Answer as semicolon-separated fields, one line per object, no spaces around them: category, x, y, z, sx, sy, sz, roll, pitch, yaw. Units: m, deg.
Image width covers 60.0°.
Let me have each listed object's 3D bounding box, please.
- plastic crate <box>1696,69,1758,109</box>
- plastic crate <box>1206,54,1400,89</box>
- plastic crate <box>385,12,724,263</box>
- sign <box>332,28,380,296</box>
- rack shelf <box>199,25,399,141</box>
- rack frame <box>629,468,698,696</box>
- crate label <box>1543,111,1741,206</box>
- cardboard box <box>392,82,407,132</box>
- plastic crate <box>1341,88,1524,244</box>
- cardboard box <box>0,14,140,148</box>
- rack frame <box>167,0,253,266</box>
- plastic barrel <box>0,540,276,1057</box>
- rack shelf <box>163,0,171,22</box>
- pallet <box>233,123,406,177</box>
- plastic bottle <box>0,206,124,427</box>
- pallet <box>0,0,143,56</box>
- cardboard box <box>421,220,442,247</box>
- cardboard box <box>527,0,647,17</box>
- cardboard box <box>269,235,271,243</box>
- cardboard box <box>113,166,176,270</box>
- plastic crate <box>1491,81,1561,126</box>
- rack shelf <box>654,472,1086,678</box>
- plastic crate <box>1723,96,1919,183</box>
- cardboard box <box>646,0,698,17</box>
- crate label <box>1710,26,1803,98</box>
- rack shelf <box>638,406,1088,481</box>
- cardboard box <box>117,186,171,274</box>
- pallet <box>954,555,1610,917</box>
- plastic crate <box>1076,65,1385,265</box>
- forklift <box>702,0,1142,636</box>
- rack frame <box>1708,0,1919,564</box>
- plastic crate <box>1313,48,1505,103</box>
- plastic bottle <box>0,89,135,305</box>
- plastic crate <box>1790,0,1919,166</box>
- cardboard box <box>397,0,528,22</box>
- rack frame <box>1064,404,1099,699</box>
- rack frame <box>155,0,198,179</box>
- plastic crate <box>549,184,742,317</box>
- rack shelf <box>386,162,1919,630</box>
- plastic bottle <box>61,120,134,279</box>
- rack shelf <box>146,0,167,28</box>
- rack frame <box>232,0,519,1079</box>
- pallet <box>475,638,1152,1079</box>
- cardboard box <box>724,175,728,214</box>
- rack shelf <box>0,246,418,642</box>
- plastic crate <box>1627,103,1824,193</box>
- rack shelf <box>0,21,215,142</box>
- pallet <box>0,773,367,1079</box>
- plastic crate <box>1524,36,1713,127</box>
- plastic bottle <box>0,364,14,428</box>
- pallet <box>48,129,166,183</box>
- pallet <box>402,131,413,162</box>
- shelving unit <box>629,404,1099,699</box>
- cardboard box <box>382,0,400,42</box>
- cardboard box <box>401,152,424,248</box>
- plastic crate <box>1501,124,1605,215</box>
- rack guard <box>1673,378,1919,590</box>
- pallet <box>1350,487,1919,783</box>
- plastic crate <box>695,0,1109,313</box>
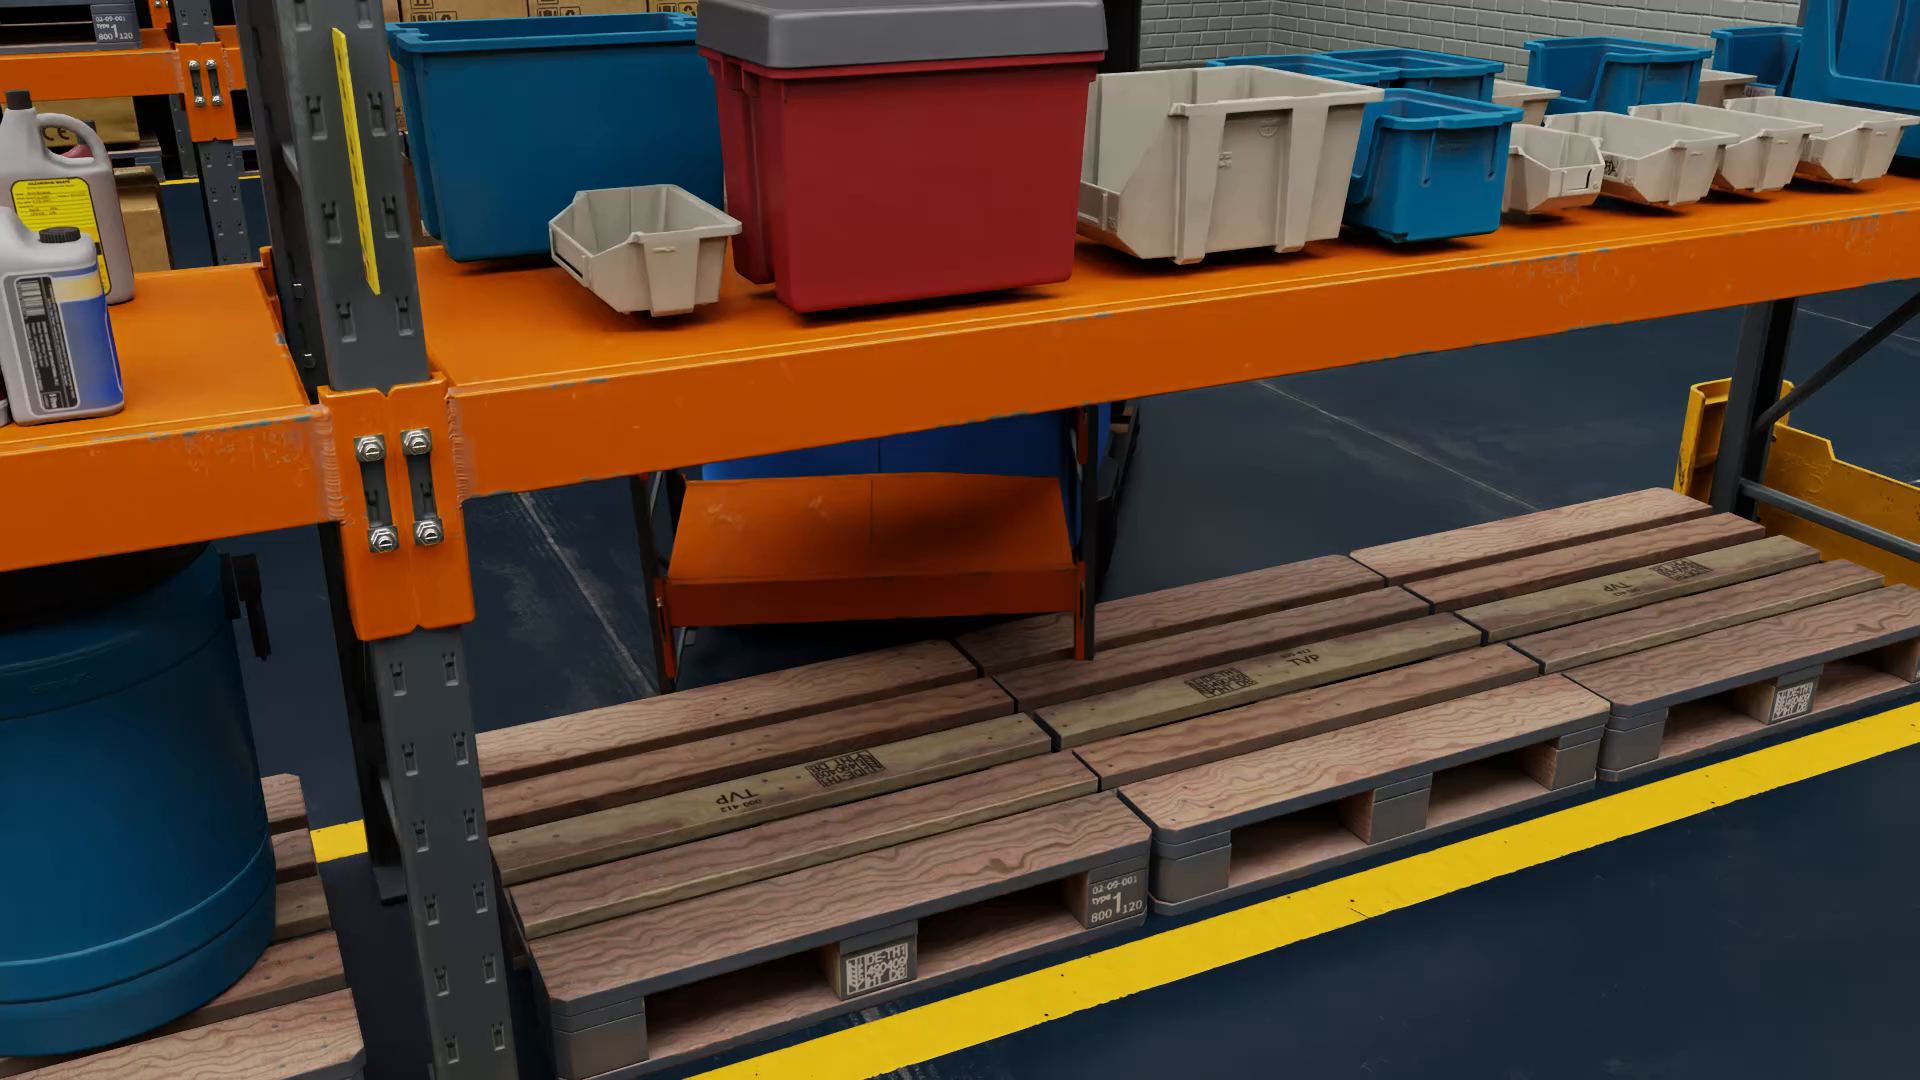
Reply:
plastic crate;1.902;-1.163;4.404;0.298;0.136;0.250;-10;25;-24
plastic crate;0.770;-0.964;3.797;0.300;0.233;0.416;-10;25;-24
plastic crate;-0.740;-0.761;3.109;0.575;0.384;0.392;-10;25;-24
sign;-0.775;-0.484;2.135;0.005;0.325;0.100;-10;25;-24
rack shelf;-1.355;-2.253;7.711;4.000;0.370;1.077;-10;25;-24
rack frame;-0.728;-0.130;4.001;0.032;1.125;0.500;-2;31;-1
crate label;1.428;-0.820;3.575;0.243;0.136;0.396;-10;25;-24
cardboard box;-4.137;-3.170;11.705;0.500;0.500;0.700;-11;25;-24
plastic crate;0.853;-0.731;3.234;0.300;0.233;0.416;-10;25;-24
cardboard box;-5.838;-3.008;10.857;0.750;0.750;0.750;-10;25;-23
rack frame;-3.157;-2.254;6.772;0.127;3.000;1.000;-10;25;-24
plastic barrel;-1.510;0.314;2.764;0.708;0.901;0.600;-10;25;-24
rack shelf;-3.507;-3.959;11.834;4.000;0.370;1.077;-10;25;-24
pallet;-4.590;-2.771;11.668;1.213;0.211;1.003;-10;25;-24
plastic bottle;-1.227;-0.312;2.243;0.135;0.276;0.152;-10;25;-24
pallet;-3.925;-2.070;6.579;1.213;0.211;1.003;-10;25;-24
cardboard box;-2.455;-1.415;7.898;0.250;0.149;0.380;-10;25;-24
cardboard box;-1.668;-2.459;7.137;0.500;0.500;0.500;-11;25;-24
cardboard box;-2.685;-1.210;7.190;0.500;0.311;0.500;-10;25;-24
cardboard box;-3.699;-1.306;7.175;0.500;0.500;0.500;-12;25;-26
plastic crate;1.291;-1.051;4.132;0.298;0.136;0.250;-10;25;-24
rack shelf;-0.214;0.060;4.136;1.000;0.278;0.538;-2;31;-1
plastic crate;1.936;-0.918;3.811;0.243;0.136;0.396;-10;25;-24
cardboard box;-1.210;-2.543;7.342;0.500;0.500;0.500;-11;25;-24
crate label;2.227;-1.232;4.445;0.303;0.233;0.416;-10;25;-24
rack shelf;-0.228;-0.401;3.861;1.000;0.278;0.538;-2;31;-1
cardboard box;-3.478;-1.121;6.730;0.500;0.500;0.500;-11;25;-24
pallet;0.734;0.403;4.000;1.213;0.211;1.003;-10;25;-24
plastic crate;0.444;-0.709;3.116;0.530;0.282;0.437;-10;25;-24
forklift;0.048;-1.615;5.319;1.130;2.935;3.031;4;23;9
rack frame;2.592;-1.209;4.250;0.127;3.000;1.000;-10;25;-24
plastic crate;1.040;-1.014;3.918;0.300;0.233;0.416;-10;25;-24
plastic bottle;-1.506;-0.570;2.769;0.185;0.351;0.144;-10;25;-24
plastic crate;2.371;-1.133;3.942;0.499;0.435;0.616;-10;25;-24
cardboard box;-2.120;-2.376;6.938;0.500;0.500;0.500;-10;24;-23
rack frame;0.288;-0.170;4.020;0.032;1.125;0.500;-2;31;-1
rack frame;-5.309;-3.960;10.895;0.127;3.000;1.000;-10;25;-24
plastic crate;-0.531;-0.480;2.753;0.243;0.136;0.396;-10;25;-24
rack shelf;0.790;-0.545;3.586;4.000;0.370;1.077;-10;25;-24
plastic bottle;-1.528;-0.578;2.877;0.133;0.283;0.061;-10;25;-24
rack shelf;-7.111;-3.296;10.231;4.000;0.370;1.077;-10;25;-24
rack frame;-1.012;-0.546;2.647;0.127;3.000;1.000;-10;25;-24
pallet;-0.367;0.607;3.507;1.213;0.211;1.003;-10;25;-24
cardboard box;-1.467;-1.617;7.923;0.637;0.503;0.797;-10;25;-24
rack shelf;-2.814;0.118;1.983;4.000;0.370;1.077;-10;25;-24
plastic crate;1.668;-0.874;3.707;0.243;0.136;0.396;-10;25;-24
rack shelf;-4.959;-1.589;6.108;4.000;0.370;1.077;-10;25;-24
pallet;-1.726;0.856;2.906;1.213;0.211;1.003;-10;25;-24
plastic crate;1.634;-1.123;4.182;0.300;0.233;0.416;-10;25;-24
plastic bottle;-1.320;-0.249;2.188;0.097;0.201;0.097;0;22;0
pallet;-5.972;-2.518;11.056;1.213;0.211;1.003;-10;25;-24
pallet;-3.489;-2.975;12.160;1.213;0.211;1.003;-10;25;-24
shelving unit;-0.220;-0.150;4.011;1.048;1.125;0.538;-2;31;-1
cardboard box;-2.580;-2.290;6.730;0.500;0.500;0.500;-10;24;-22
cardboard box;-2.767;-1.494;7.631;0.500;0.500;0.500;-10;25;-24
plastic crate;1.169;-0.764;3.441;0.250;0.136;0.298;-10;25;-24
rack guard;2.608;-0.063;4.748;0.348;0.500;1.175;-10;25;-24
pallet;1.832;0.203;4.485;1.213;0.211;1.003;-10;25;-24
plastic crate;-0.099;-0.665;2.772;0.583;0.464;0.402;-10;25;-24
